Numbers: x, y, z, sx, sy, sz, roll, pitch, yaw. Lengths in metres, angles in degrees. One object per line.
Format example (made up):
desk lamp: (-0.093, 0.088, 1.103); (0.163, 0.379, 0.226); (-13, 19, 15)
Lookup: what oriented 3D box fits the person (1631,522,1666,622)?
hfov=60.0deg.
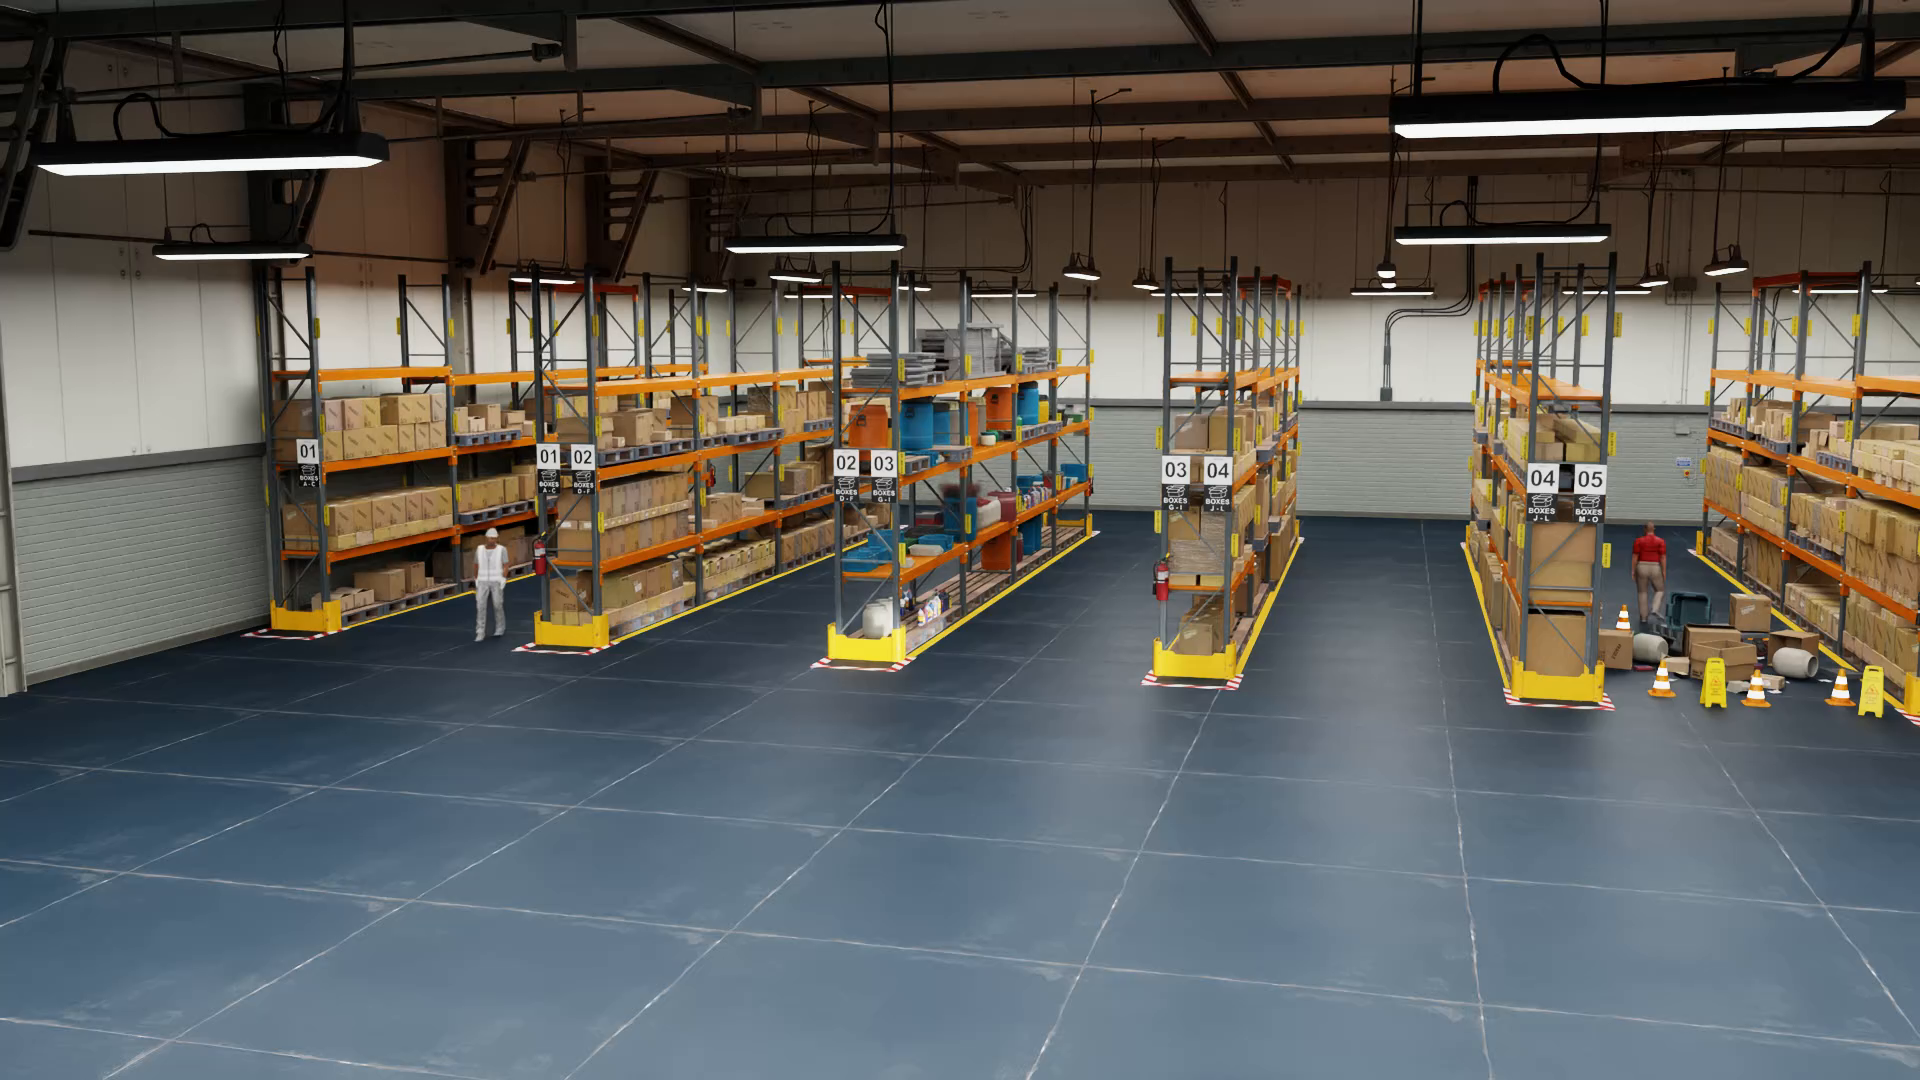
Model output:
person: (11.755, 0.558, 28.358); (0.586, 1.724, 0.532); (3, 8, 20)

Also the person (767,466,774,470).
person: (-4.505, -0.890, 39.497); (0.686, 1.719, 1.102); (2, 8, 15)

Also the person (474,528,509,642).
person: (-7.640, 0.720, 27.000); (0.572, 1.785, 0.714); (-1, 7, -5)
